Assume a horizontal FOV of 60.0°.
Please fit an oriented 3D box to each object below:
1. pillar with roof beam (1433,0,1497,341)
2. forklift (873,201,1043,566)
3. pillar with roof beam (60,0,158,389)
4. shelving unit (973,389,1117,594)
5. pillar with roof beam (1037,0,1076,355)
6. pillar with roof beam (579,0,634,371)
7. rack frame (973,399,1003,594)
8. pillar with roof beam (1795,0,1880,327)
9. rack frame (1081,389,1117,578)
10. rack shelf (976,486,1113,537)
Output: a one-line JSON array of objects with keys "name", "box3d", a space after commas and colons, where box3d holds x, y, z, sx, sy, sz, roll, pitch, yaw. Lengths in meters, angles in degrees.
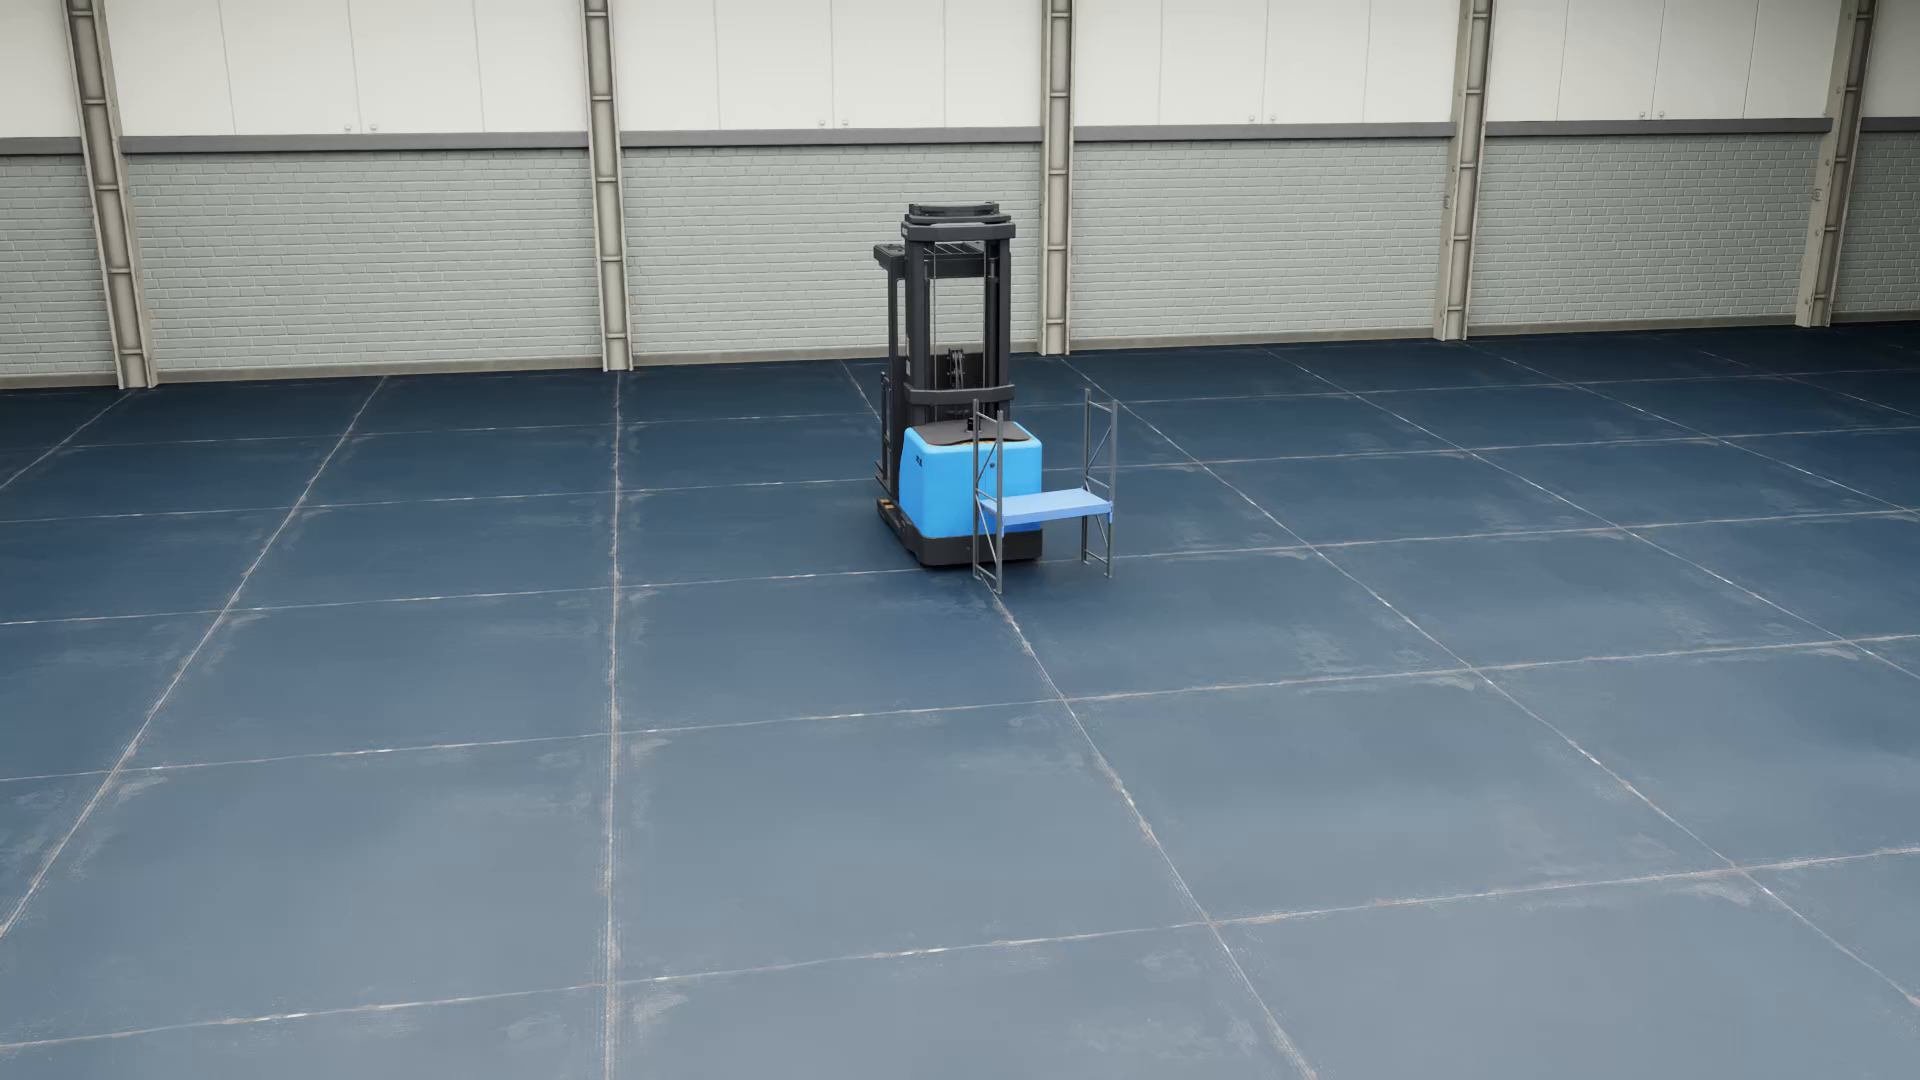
[{"name": "pillar with roof beam", "box3d": [8.017, -6.029, 19.113, 0.400, 9.000, 9.100, -3, 17, -10]}, {"name": "forklift", "box3d": [-0.152, -1.581, 14.966, 1.130, 2.935, 3.031, -4, 18, -13]}, {"name": "pillar with roof beam", "box3d": [-9.656, -5.026, 15.849, 0.400, 9.000, 9.100, -3, 17, -10]}, {"name": "shelving unit", "box3d": [0.686, -0.409, 13.590, 1.048, 1.500, 0.538, -7, 19, -23]}, {"name": "pillar with roof beam", "box3d": [2.126, -5.694, 18.025, 0.400, 9.000, 9.100, -3, 17, -10]}, {"name": "pillar with roof beam", "box3d": [-3.765, -5.360, 16.937, 0.400, 9.000, 9.100, -3, 17, -10]}, {"name": "rack frame", "box3d": [0.221, -0.349, 13.393, 0.032, 1.500, 0.500, -7, 19, -23]}, {"name": "pillar with roof beam", "box3d": [13.909, -6.363, 20.201, 0.400, 9.000, 9.100, -3, 17, -10]}, {"name": "rack frame", "box3d": [1.150, -0.470, 13.787, 0.032, 1.500, 0.500, -7, 19, -23]}, {"name": "rack shelf", "box3d": [0.686, -0.237, 13.642, 1.000, 0.185, 0.538, -7, 19, -23]}]
